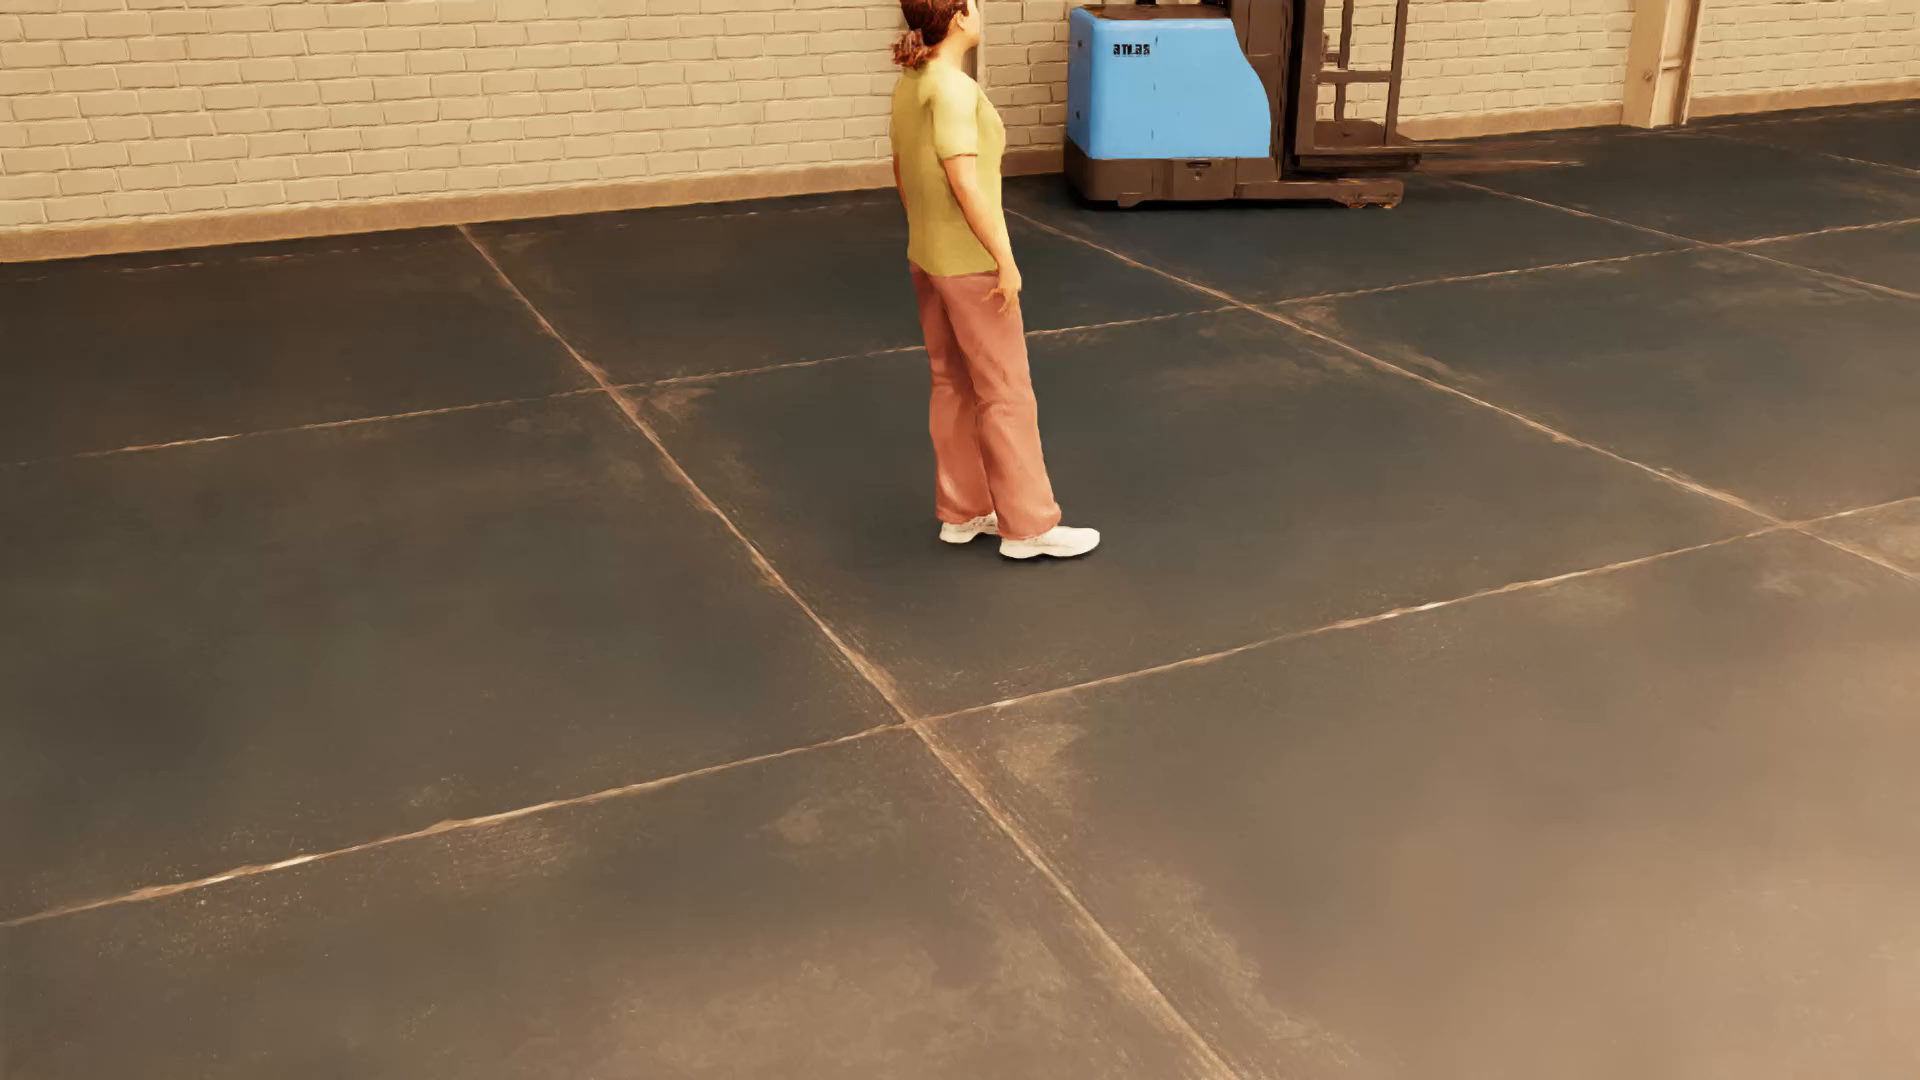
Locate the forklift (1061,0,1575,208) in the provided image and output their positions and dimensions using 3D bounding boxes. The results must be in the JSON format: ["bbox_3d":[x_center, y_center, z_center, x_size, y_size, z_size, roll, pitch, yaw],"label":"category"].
[{"bbox_3d":[2.198,-3.520,9.759,3.031,2.935,1.130,-3,23,-7],"label":"forklift"}]

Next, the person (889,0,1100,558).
[{"bbox_3d":[0.072,-0.788,4.802,0.548,1.674,0.555,-10,25,-23],"label":"person"}]
